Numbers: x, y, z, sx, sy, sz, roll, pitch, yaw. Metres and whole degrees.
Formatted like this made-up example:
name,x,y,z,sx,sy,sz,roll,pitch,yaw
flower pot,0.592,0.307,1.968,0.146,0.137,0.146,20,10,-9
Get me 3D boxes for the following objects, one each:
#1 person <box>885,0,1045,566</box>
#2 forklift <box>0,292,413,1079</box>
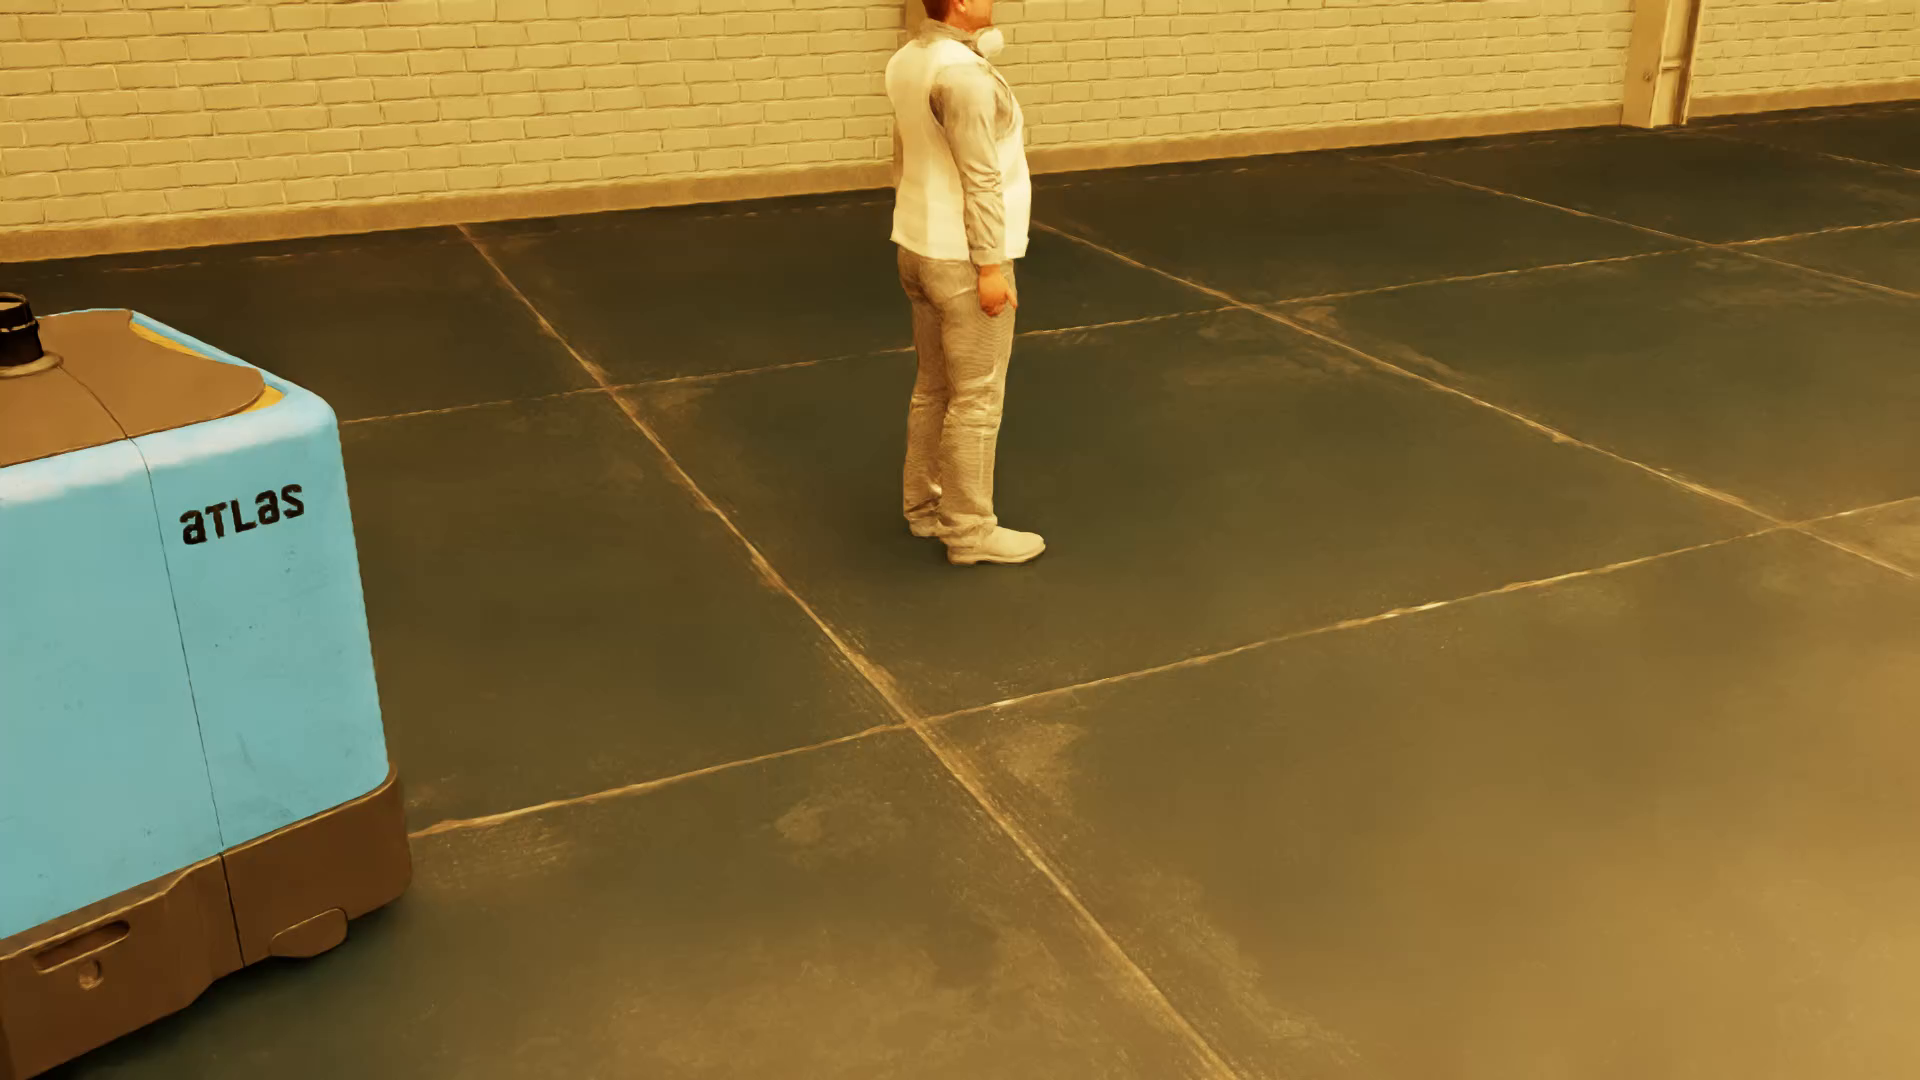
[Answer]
name,x,y,z,sx,sy,sz,roll,pitch,yaw
person,0.006,-0.821,4.772,0.356,1.776,0.529,-10,25,-23
forklift,-2.478,-0.336,2.095,1.130,2.935,3.031,21,30,40
